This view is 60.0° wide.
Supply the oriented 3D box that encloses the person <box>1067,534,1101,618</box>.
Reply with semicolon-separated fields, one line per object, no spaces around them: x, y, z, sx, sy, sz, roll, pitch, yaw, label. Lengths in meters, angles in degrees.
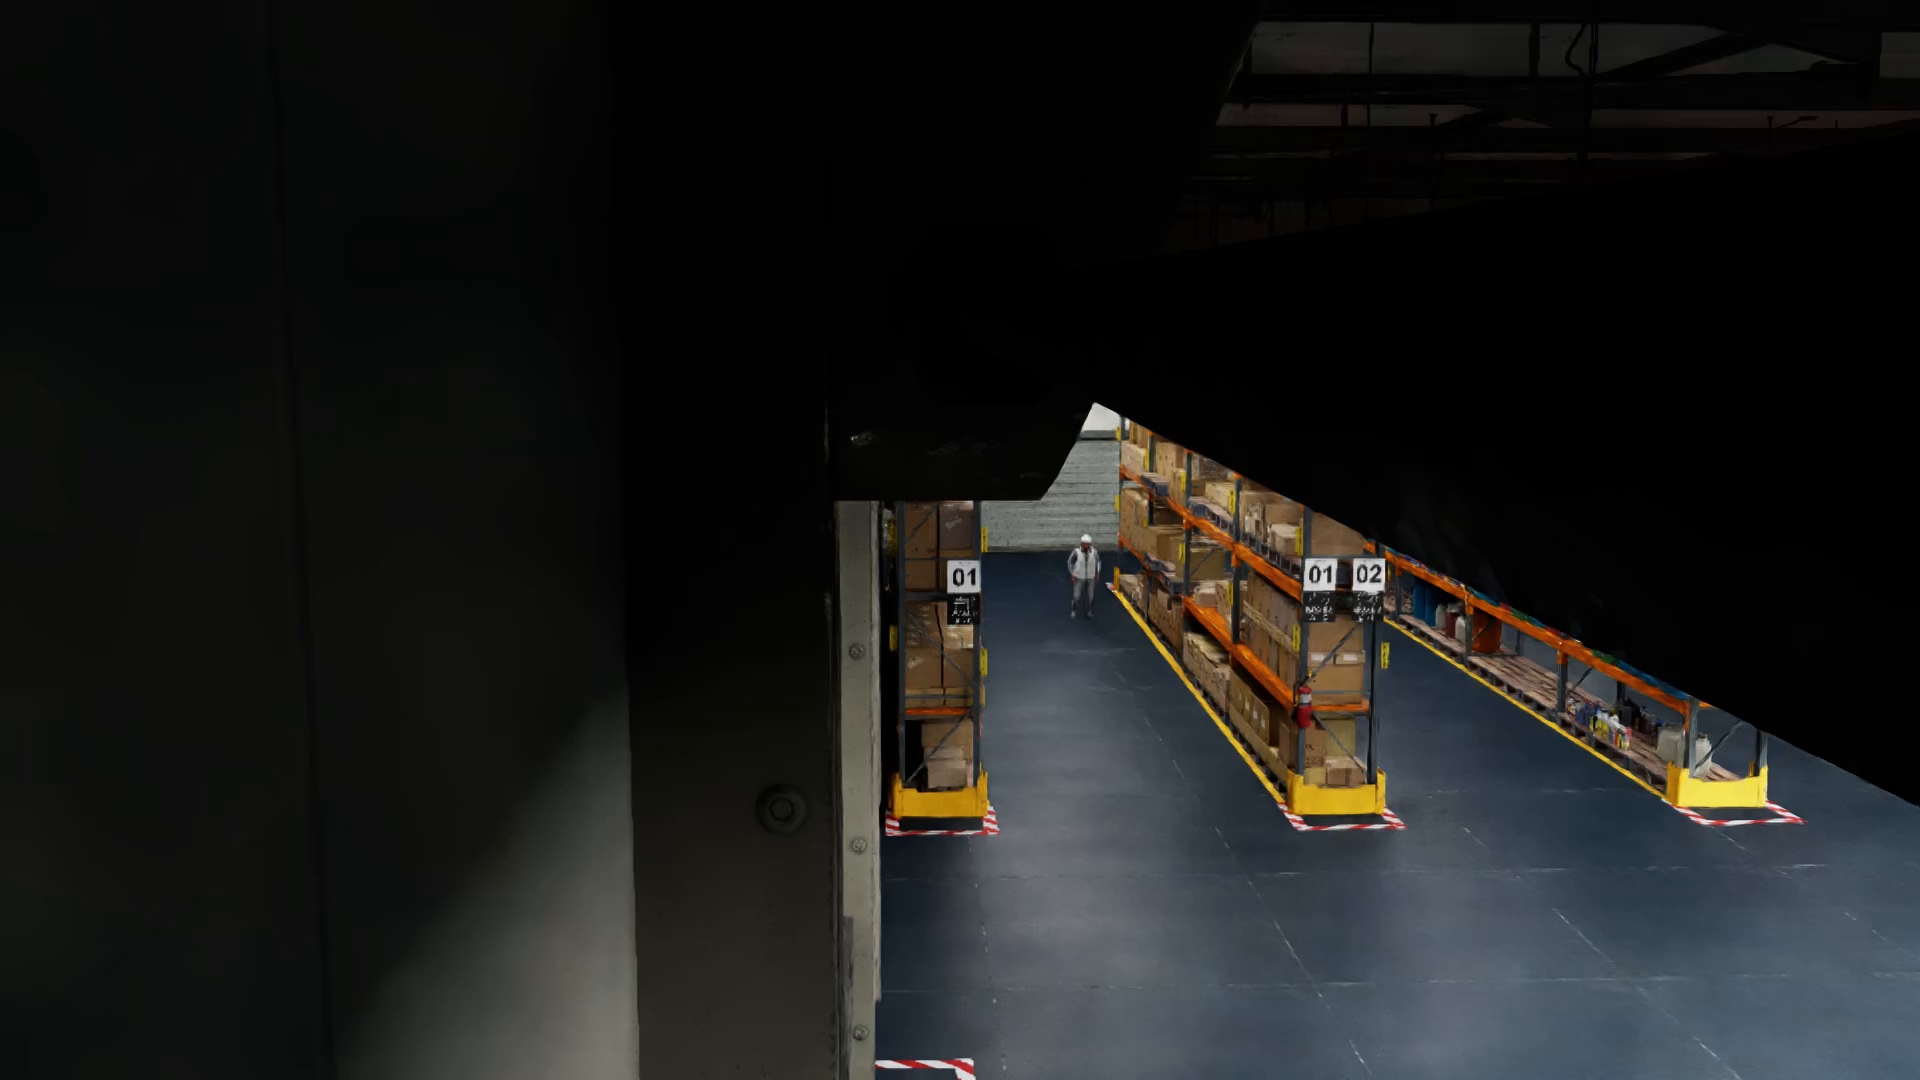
2.482;0.717;33.175;0.677;1.725;0.574;-1;8;-4;person
